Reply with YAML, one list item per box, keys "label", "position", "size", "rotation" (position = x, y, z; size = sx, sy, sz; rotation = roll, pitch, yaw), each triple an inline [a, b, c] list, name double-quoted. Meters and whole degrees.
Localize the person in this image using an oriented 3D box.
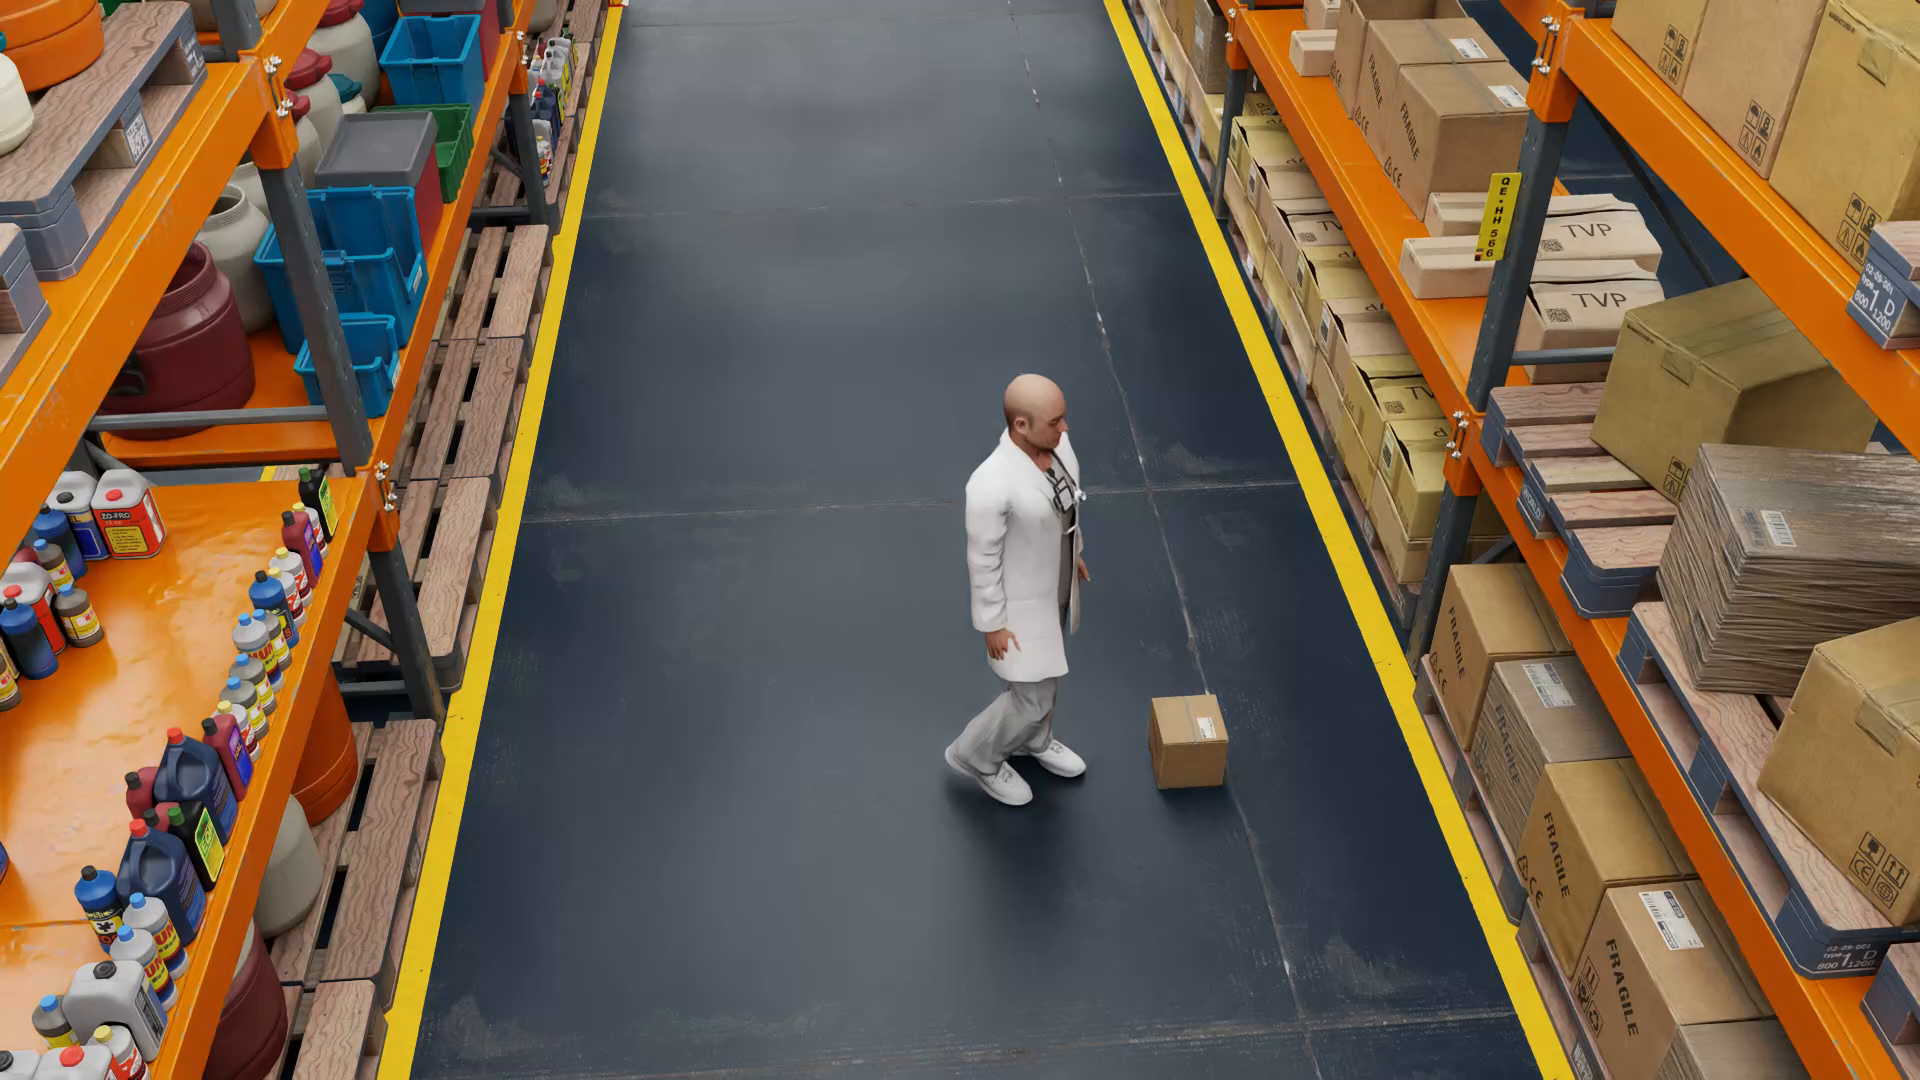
- label: "person"
  position: [0.252, 0.170, 5.937]
  size: [0.482, 1.778, 0.613]
  rotation: [19, 42, 22]
